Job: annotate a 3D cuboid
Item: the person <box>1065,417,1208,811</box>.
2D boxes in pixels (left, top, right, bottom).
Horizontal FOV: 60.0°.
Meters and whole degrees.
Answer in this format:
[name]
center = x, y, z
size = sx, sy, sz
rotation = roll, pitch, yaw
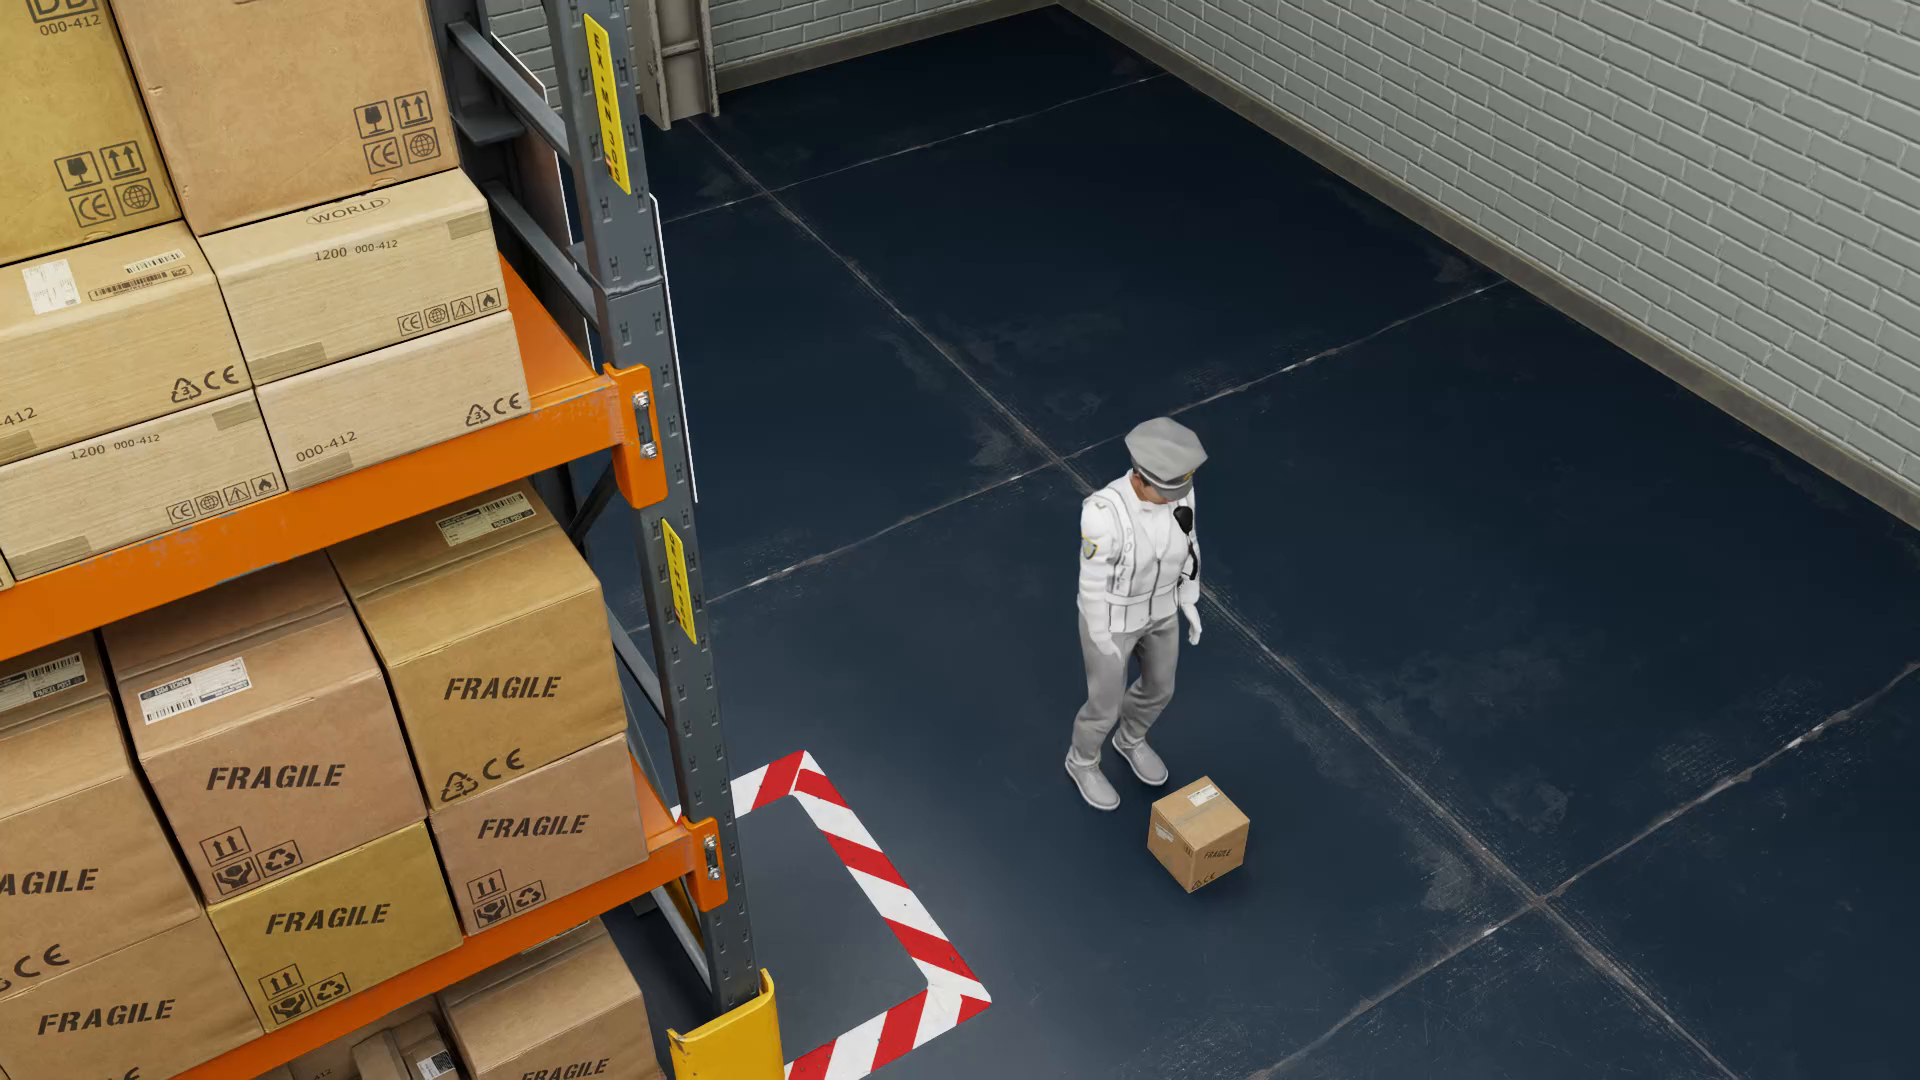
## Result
[person]
center = 0.627, 0.269, 5.864
size = 0.482, 1.654, 0.366
rotation = -22, 45, -23
